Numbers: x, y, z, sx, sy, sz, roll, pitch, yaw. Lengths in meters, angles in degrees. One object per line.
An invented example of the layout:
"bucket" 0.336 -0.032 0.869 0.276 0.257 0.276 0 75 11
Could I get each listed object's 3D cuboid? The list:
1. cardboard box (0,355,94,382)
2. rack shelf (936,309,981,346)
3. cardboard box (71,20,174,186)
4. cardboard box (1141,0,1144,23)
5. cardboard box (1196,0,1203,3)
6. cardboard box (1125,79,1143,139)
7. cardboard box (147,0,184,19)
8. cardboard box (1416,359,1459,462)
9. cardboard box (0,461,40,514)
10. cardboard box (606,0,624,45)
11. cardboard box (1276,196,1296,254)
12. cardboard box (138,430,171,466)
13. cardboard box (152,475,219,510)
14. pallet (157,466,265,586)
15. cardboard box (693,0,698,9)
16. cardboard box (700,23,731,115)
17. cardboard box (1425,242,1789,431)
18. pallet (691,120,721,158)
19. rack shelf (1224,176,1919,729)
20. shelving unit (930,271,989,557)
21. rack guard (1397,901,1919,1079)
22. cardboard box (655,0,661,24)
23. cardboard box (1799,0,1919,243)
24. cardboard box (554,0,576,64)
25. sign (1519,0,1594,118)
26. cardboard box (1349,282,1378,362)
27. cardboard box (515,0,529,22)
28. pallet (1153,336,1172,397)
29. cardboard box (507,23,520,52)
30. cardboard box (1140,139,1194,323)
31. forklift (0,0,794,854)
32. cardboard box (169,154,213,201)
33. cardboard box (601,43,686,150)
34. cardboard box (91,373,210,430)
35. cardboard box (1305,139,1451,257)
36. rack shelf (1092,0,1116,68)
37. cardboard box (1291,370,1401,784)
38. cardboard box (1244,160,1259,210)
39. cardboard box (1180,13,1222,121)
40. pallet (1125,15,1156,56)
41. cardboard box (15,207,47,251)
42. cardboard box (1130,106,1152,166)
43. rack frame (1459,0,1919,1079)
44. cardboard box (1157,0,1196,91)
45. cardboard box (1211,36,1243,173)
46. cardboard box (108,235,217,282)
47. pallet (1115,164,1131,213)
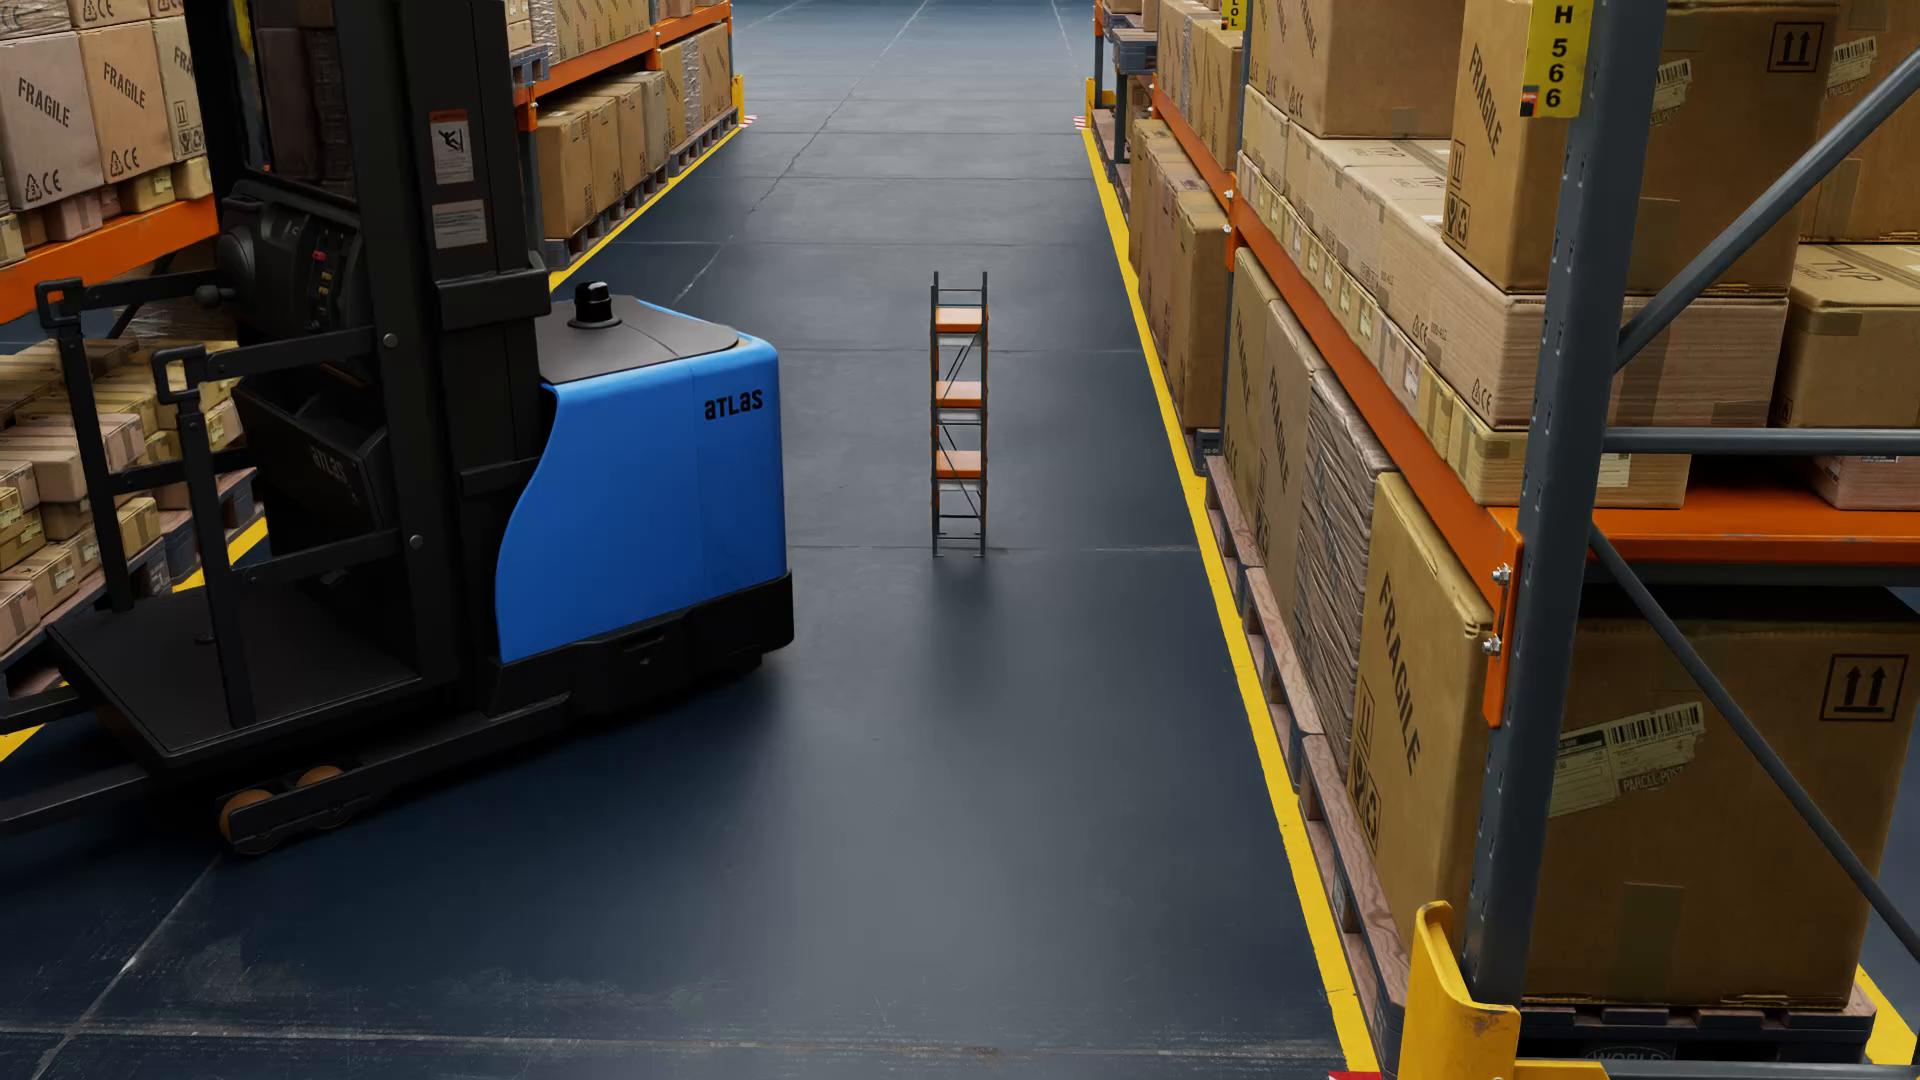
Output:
"cardboard box" -3.645 -0.617 6.510 0.380 0.149 0.250 2 21 4
"rack shelf" -0.002 -0.789 6.166 0.184 0.087 0.229 1 21 2
"cardboard box" -3.109 -1.514 5.734 0.500 0.500 0.500 0 21 0
"cardboard box" 1.497 -3.788 11.751 0.396 0.266 0.258 0 21 0
"cardboard box" 1.678 -3.299 9.360 0.797 0.503 0.637 1 21 3
"cardboard box" 1.840 -4.103 15.831 0.500 0.500 0.500 -1 21 -3
"cardboard box" -3.104 -2.172 6.050 0.500 0.500 0.500 0 21 0
"cardboard box" 1.161 -0.266 3.415 0.380 0.149 0.250 1 21 2
"cardboard box" -3.194 -0.145 5.295 0.380 0.149 0.250 1 21 2
"cardboard box" -2.896 -4.076 12.749 0.500 0.500 0.500 1 21 2
"cardboard box" 1.224 -1.005 5.319 0.380 0.149 0.250 0 21 1
"cardboard box" -3.144 -0.297 6.098 0.380 0.149 0.250 1 21 2
"cardboard box" -3.066 -0.226 6.325 0.380 0.149 0.250 0 21 0
"pallet" -3.345 -0.151 6.626 1.003 0.211 1.213 1 21 2
"cardboard box" -3.098 -5.568 16.525 0.875 0.550 0.550 1 21 2
"cardboard box" -2.949 -4.992 17.605 0.875 0.875 0.875 1 21 2
"cardboard box" 1.223 -0.403 3.218 0.500 0.250 0.500 0 21 1
"pallet" -2.981 -4.003 16.553 1.003 0.211 1.213 1 21 2
"rack shelf" 1.534 -0.544 4.780 1.077 0.370 4.000 1 21 2
"shelving unit" -0.002 -0.470 6.289 0.215 1.050 0.252 1 21 2
"rack guard" 1.472 1.017 3.216 1.175 0.500 0.348 1 21 2
"cardboard box" -3.117 -4.790 14.520 0.875 0.550 0.550 1 21 2
"cardboard box" 1.773 -0.926 3.529 0.500 0.500 0.500 0 21 0
"cardboard box" -2.942 -3.530 11.342 0.500 0.500 0.500 0 21 1
"sign" 0.931 -0.818 2.562 0.100 0.325 0.005 1 21 2
"cardboard box" 1.184 -0.541 4.124 0.380 0.149 0.250 0 21 0
"cardboard box" -2.798 -3.174 9.918 0.380 0.149 0.250 1 21 3
"pallet" 1.577 -1.025 8.879 1.003 0.211 1.213 1 21 2
"cardboard box" -2.803 -2.946 9.741 0.380 0.149 0.250 1 21 1
"cardboard box" 1.640 -1.683 9.076 1.225 0.875 0.875 1 21 2
"forklift" -1.984 -0.750 4.411 3.031 2.935 1.130 -18 27 -38
"cardboard box" -3.033 -1.377 6.278 0.380 0.149 0.250 0 21 0
"cardboard box" -3.027 -4.018 15.095 0.875 0.875 0.875 1 21 2
"cardboard box" -3.079 -0.524 6.270 0.380 0.149 0.250 0 21 1
"cardboard box" 1.266 -0.959 4.651 0.500 0.250 0.500 1 21 2
"rack shelf" 1.899 -4.883 15.962 1.077 0.370 4.000 1 21 2
"cardboard box" 1.440 0.077 4.541 0.875 0.875 0.875 1 21 2
"cardboard box" 1.245 -1.287 6.048 0.380 0.149 0.250 0 21 0
"cardboard box" 1.387 -2.370 8.353 0.500 0.500 0.500 1 21 2
"pallet" 1.736 -3.676 12.121 1.003 0.211 1.213 1 21 2
"cardboard box" -3.173 -0.998 5.301 0.380 0.149 0.250 0 21 1
"cardboard box" 1.798 -3.313 13.769 0.700 0.500 0.500 -1 21 -3
"rack frame" 1.470 -0.157 2.786 0.949 2.616 0.053 1 21 2
"cardboard box" 1.430 -2.923 9.777 0.500 0.500 0.500 1 21 3
"cardboard box" 1.336 -1.822 6.939 0.500 0.500 0.500 1 21 2
"cardboard box" -3.590 -1.346 7.690 0.500 0.250 0.500 0 21 0
"pallet" 1.816 -2.914 13.747 1.003 0.211 1.213 1 21 2
